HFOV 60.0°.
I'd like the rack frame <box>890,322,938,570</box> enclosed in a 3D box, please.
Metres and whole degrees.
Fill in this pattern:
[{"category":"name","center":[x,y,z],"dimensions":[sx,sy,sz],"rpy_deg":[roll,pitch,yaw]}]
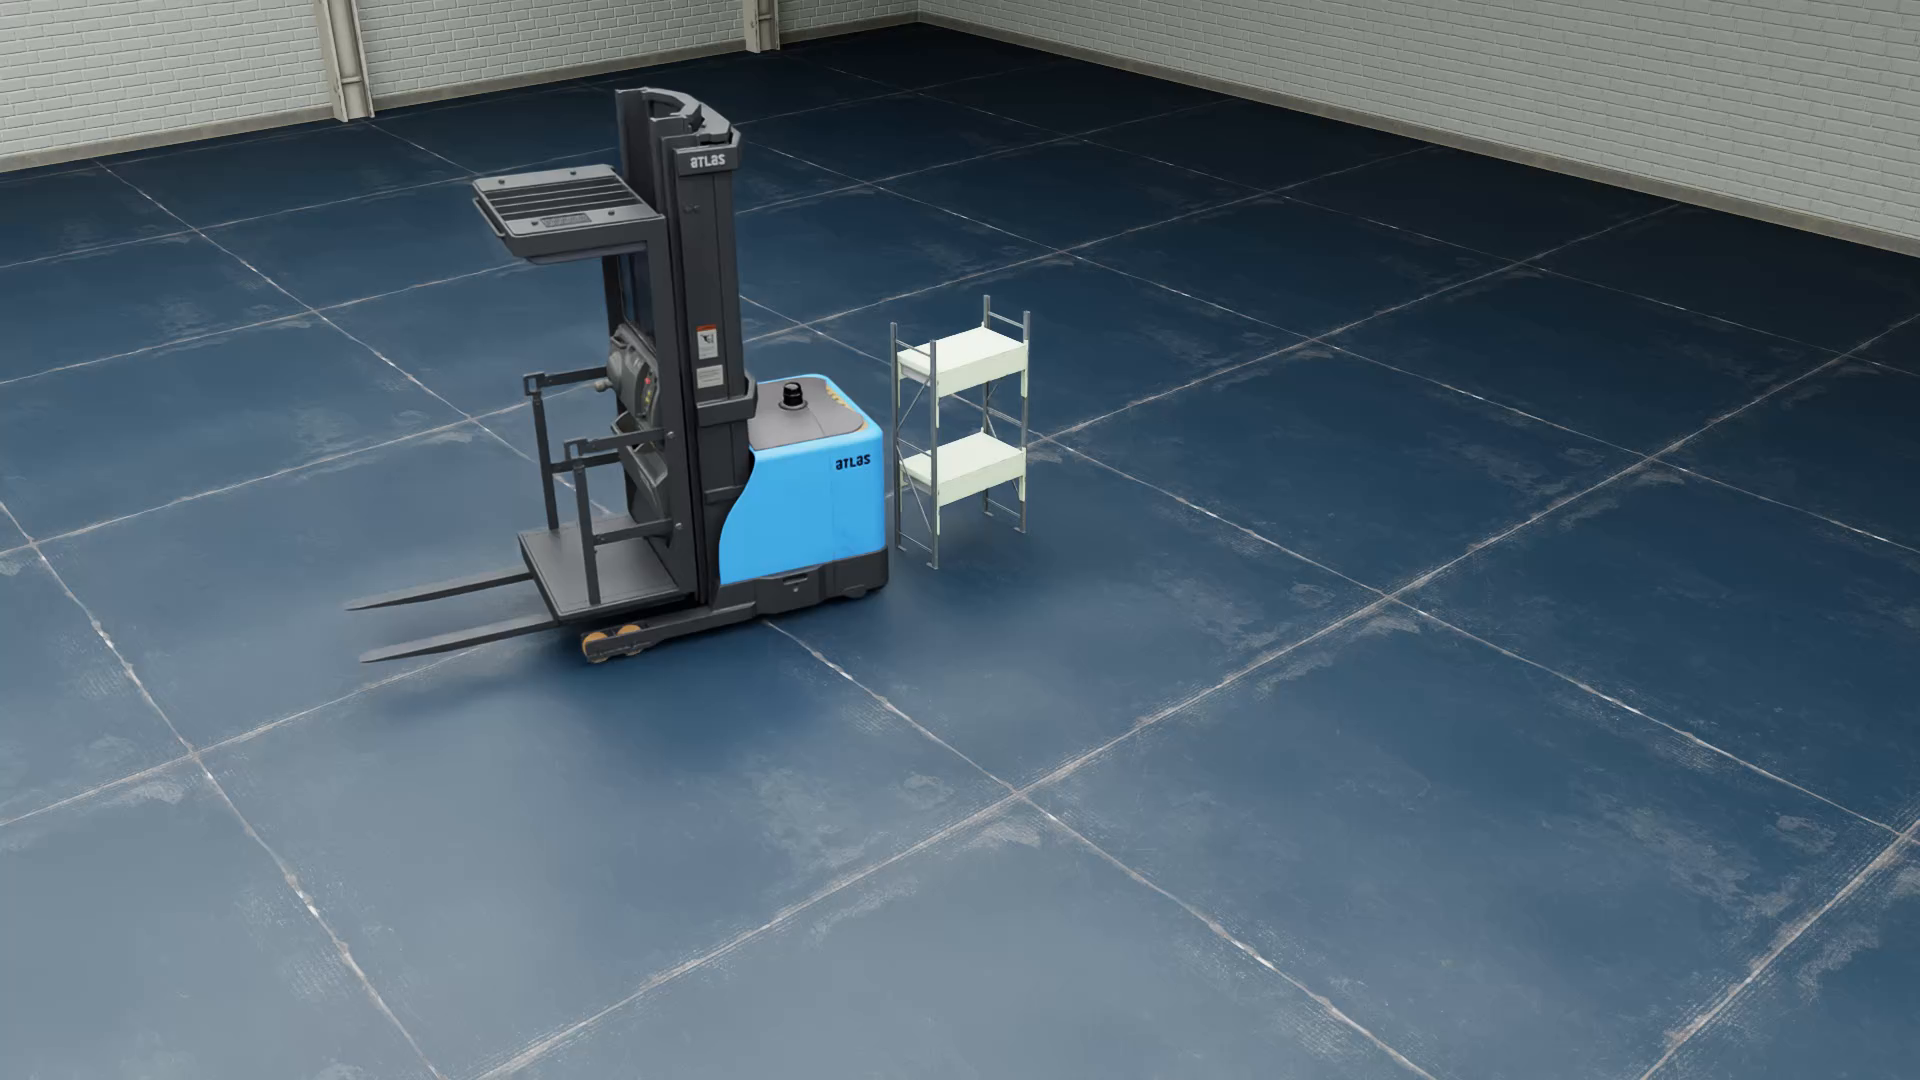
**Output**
[{"category":"rack frame","center":[-0.273,-0.552,10.049],"dimensions":[0.023,1.500,0.400],"rpy_deg":[-22,35,-35]}]

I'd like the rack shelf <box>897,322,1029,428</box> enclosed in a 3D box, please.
[{"category":"rack shelf","center":[0.005,-1.008,10.075],"dimensions":[0.720,0.370,0.431],"rpy_deg":[-22,35,-35]}]

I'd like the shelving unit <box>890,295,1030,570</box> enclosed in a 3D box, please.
[{"category":"shelving unit","center":[0.005,-0.664,10.259],"dimensions":[0.755,1.500,0.431],"rpy_deg":[-22,35,-35]}]

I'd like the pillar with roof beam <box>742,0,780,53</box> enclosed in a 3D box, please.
[{"category":"pillar with roof beam","center":[-0.015,-9.412,18.673],"dimensions":[0.400,9.000,9.100],"rpy_deg":[-22,35,-35]}]

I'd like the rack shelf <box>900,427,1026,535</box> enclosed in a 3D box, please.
[{"category":"rack shelf","center":[0.005,-0.376,10.412],"dimensions":[0.720,0.370,0.431],"rpy_deg":[-22,35,-35]}]

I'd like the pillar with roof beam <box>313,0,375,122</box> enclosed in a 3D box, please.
[{"category":"pillar with roof beam","center":[-4.580,-7.577,15.239],"dimensions":[0.400,9.000,9.100],"rpy_deg":[-22,35,-35]}]

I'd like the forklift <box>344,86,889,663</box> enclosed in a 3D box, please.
[{"category":"forklift","center":[-1.988,-0.889,9.163],"dimensions":[3.031,2.935,1.130],"rpy_deg":[-12,31,-22]}]

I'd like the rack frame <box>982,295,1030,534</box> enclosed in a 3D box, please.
[{"category":"rack frame","center":[0.284,-0.775,10.468],"dimensions":[0.023,1.500,0.400],"rpy_deg":[-22,35,-35]}]
